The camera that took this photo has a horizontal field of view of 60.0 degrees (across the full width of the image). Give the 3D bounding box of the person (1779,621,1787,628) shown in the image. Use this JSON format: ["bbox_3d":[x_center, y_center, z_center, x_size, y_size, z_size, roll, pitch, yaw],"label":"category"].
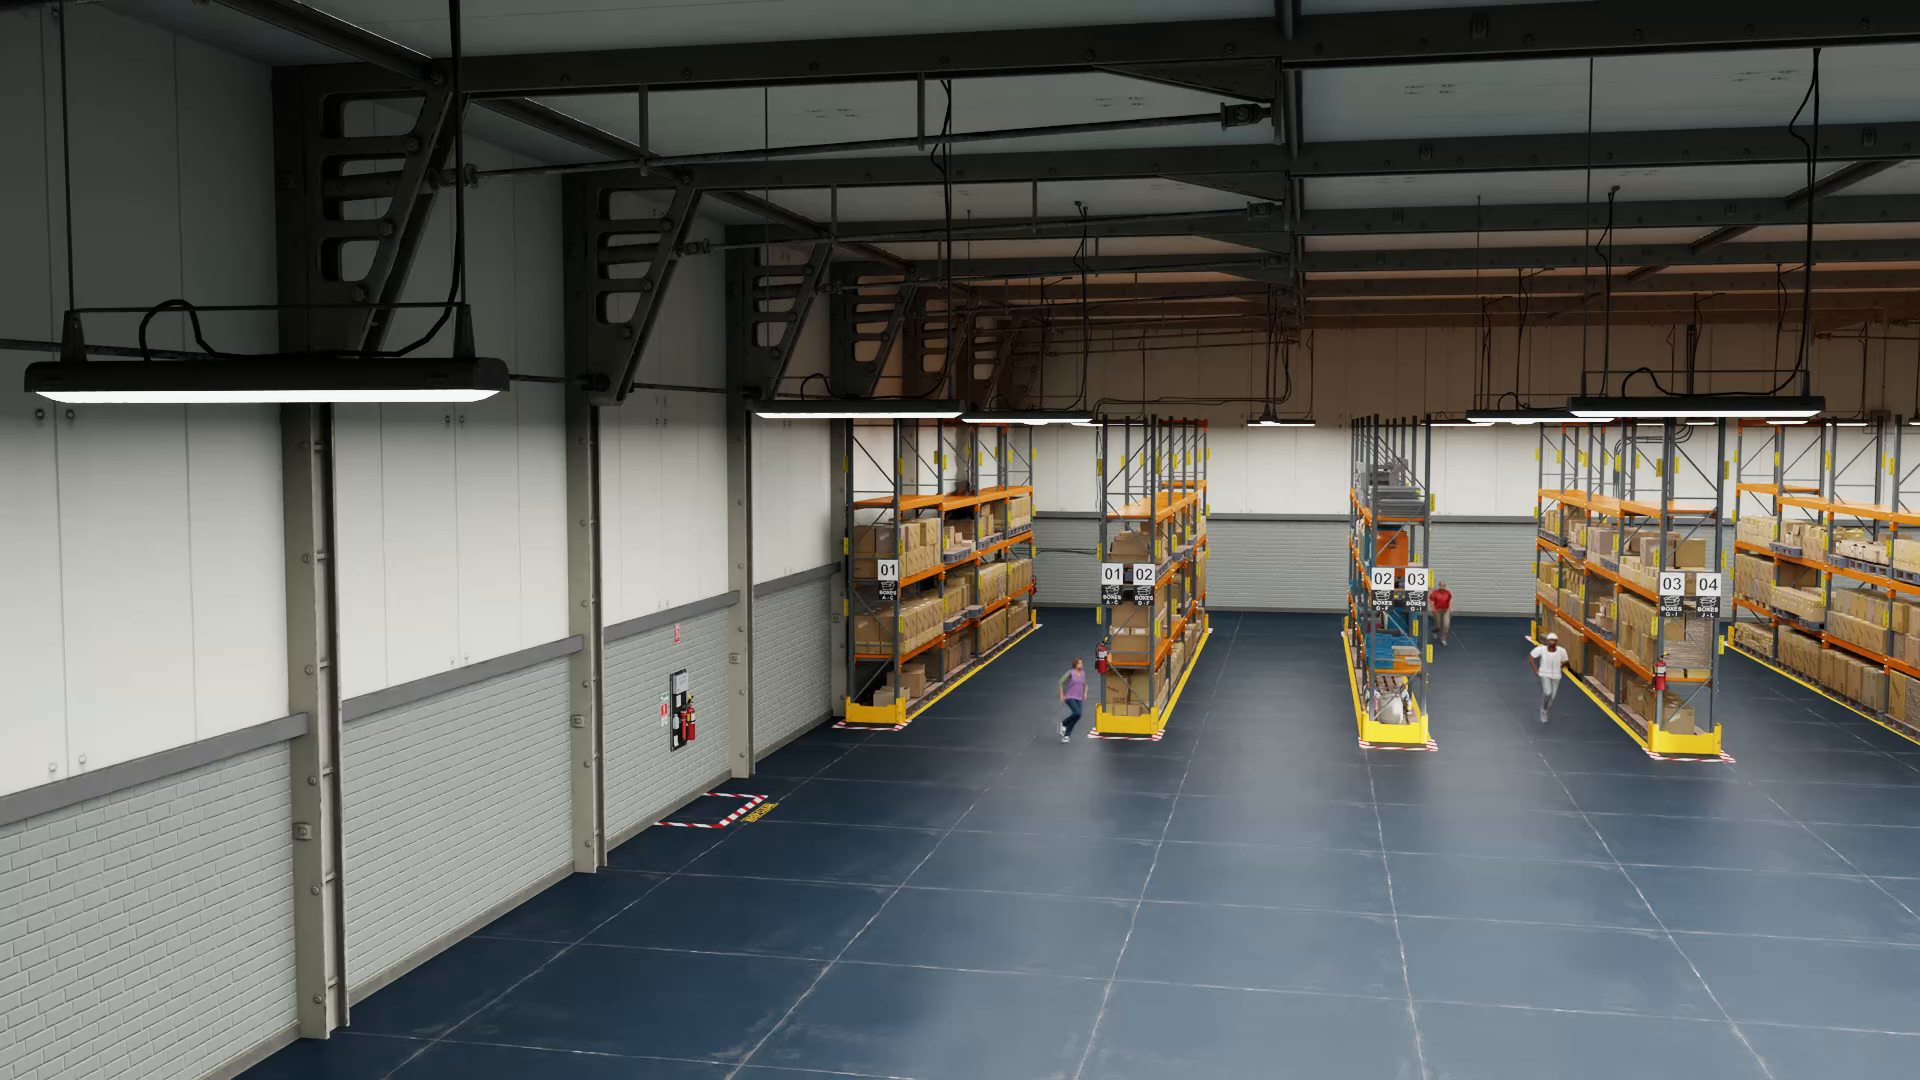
[{"bbox_3d":[22.112,1.918,44.788,0.762,1.685,0.531,-3,5,-37],"label":"person"}]

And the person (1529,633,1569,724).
[{"bbox_3d":[11.514,2.691,32.447,0.681,1.767,0.753,0,4,1],"label":"person"}]

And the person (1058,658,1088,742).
[{"bbox_3d":[2.134,2.929,30.470,0.563,1.527,0.487,-2,4,-30],"label":"person"}]

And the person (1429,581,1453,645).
[{"bbox_3d":[12.835,1.942,44.404,0.659,1.689,0.752,0,4,-3],"label":"person"}]
